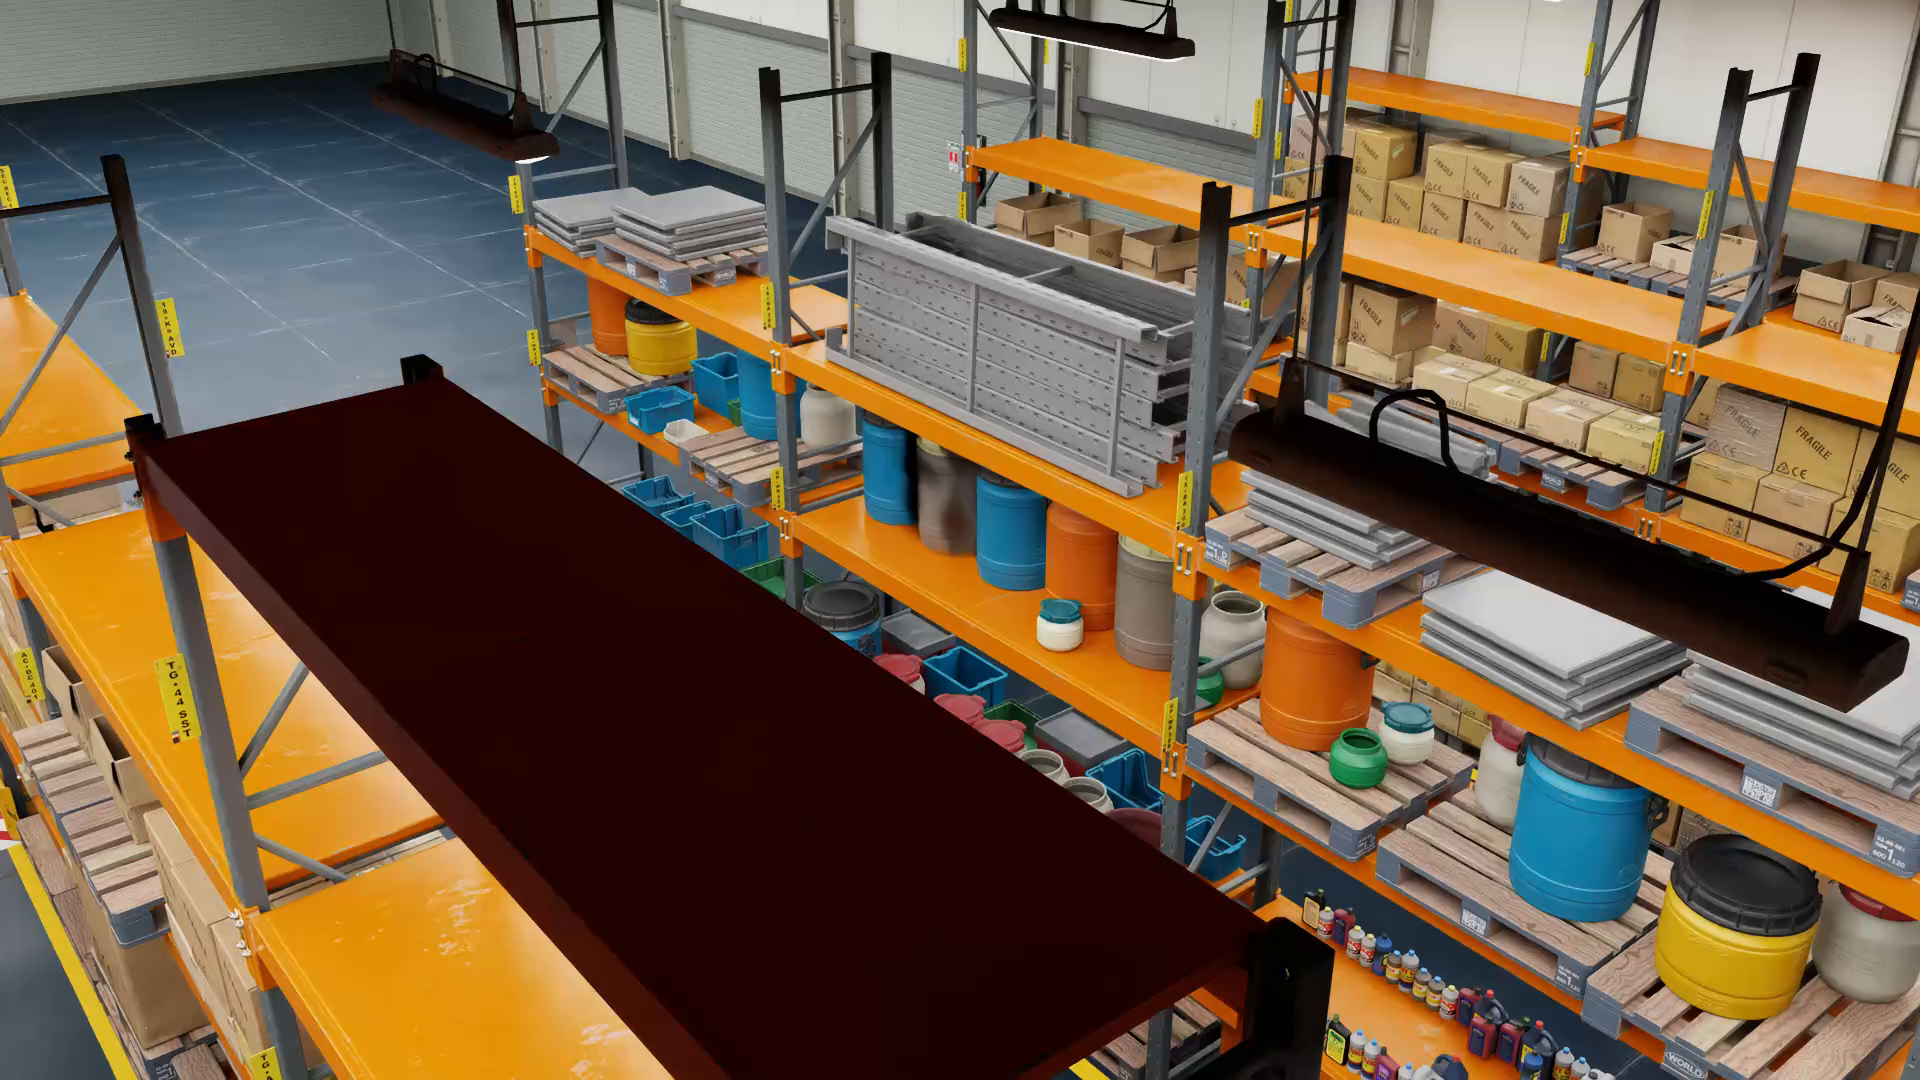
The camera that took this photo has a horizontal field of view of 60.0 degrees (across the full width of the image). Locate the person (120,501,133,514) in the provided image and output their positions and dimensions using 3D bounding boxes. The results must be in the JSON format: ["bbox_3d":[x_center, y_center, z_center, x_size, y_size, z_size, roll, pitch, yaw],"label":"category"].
[{"bbox_3d":[-7.460,0.432,15.416,0.658,1.784,0.770,12,28,23],"label":"person"}]
